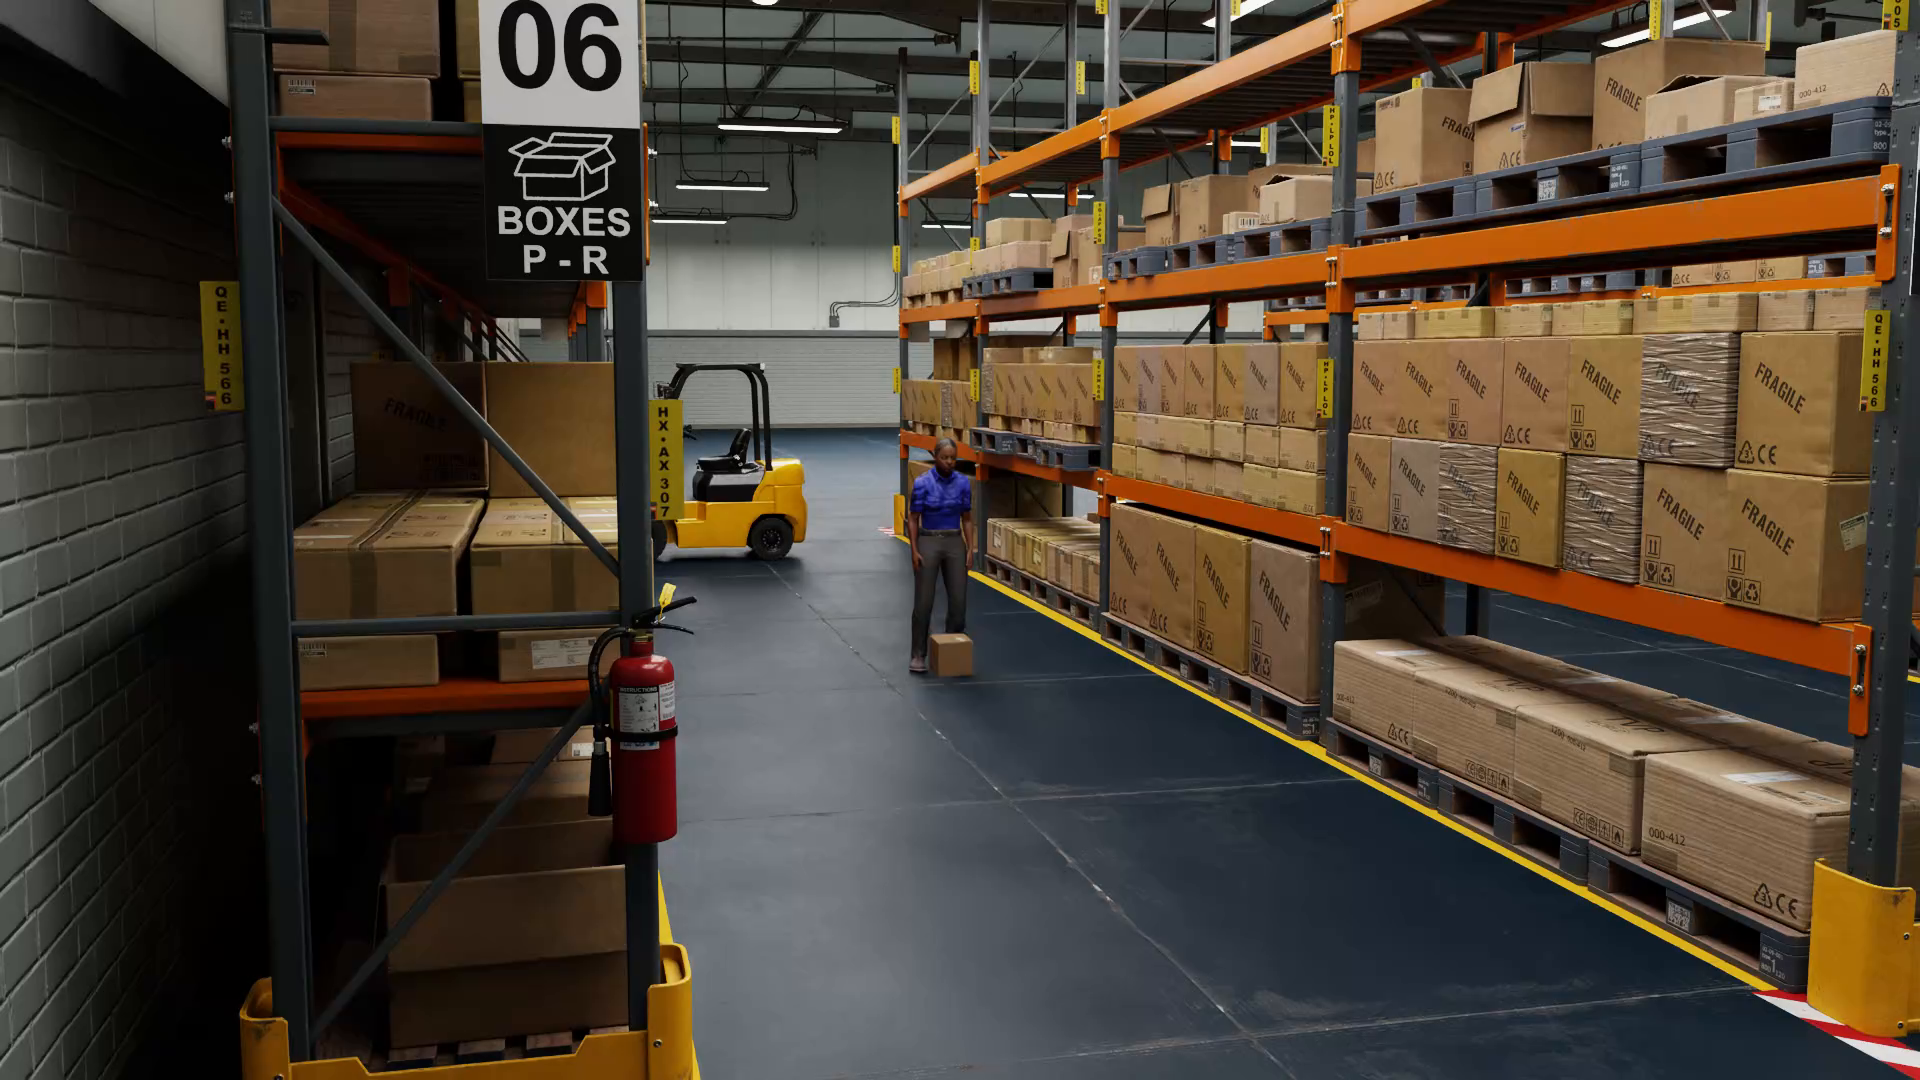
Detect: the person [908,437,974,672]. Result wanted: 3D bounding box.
[{"bbox_3d":[-0.137,0.095,11.832,0.503,1.656,0.349,-2,6,-16],"label":"person"}]
